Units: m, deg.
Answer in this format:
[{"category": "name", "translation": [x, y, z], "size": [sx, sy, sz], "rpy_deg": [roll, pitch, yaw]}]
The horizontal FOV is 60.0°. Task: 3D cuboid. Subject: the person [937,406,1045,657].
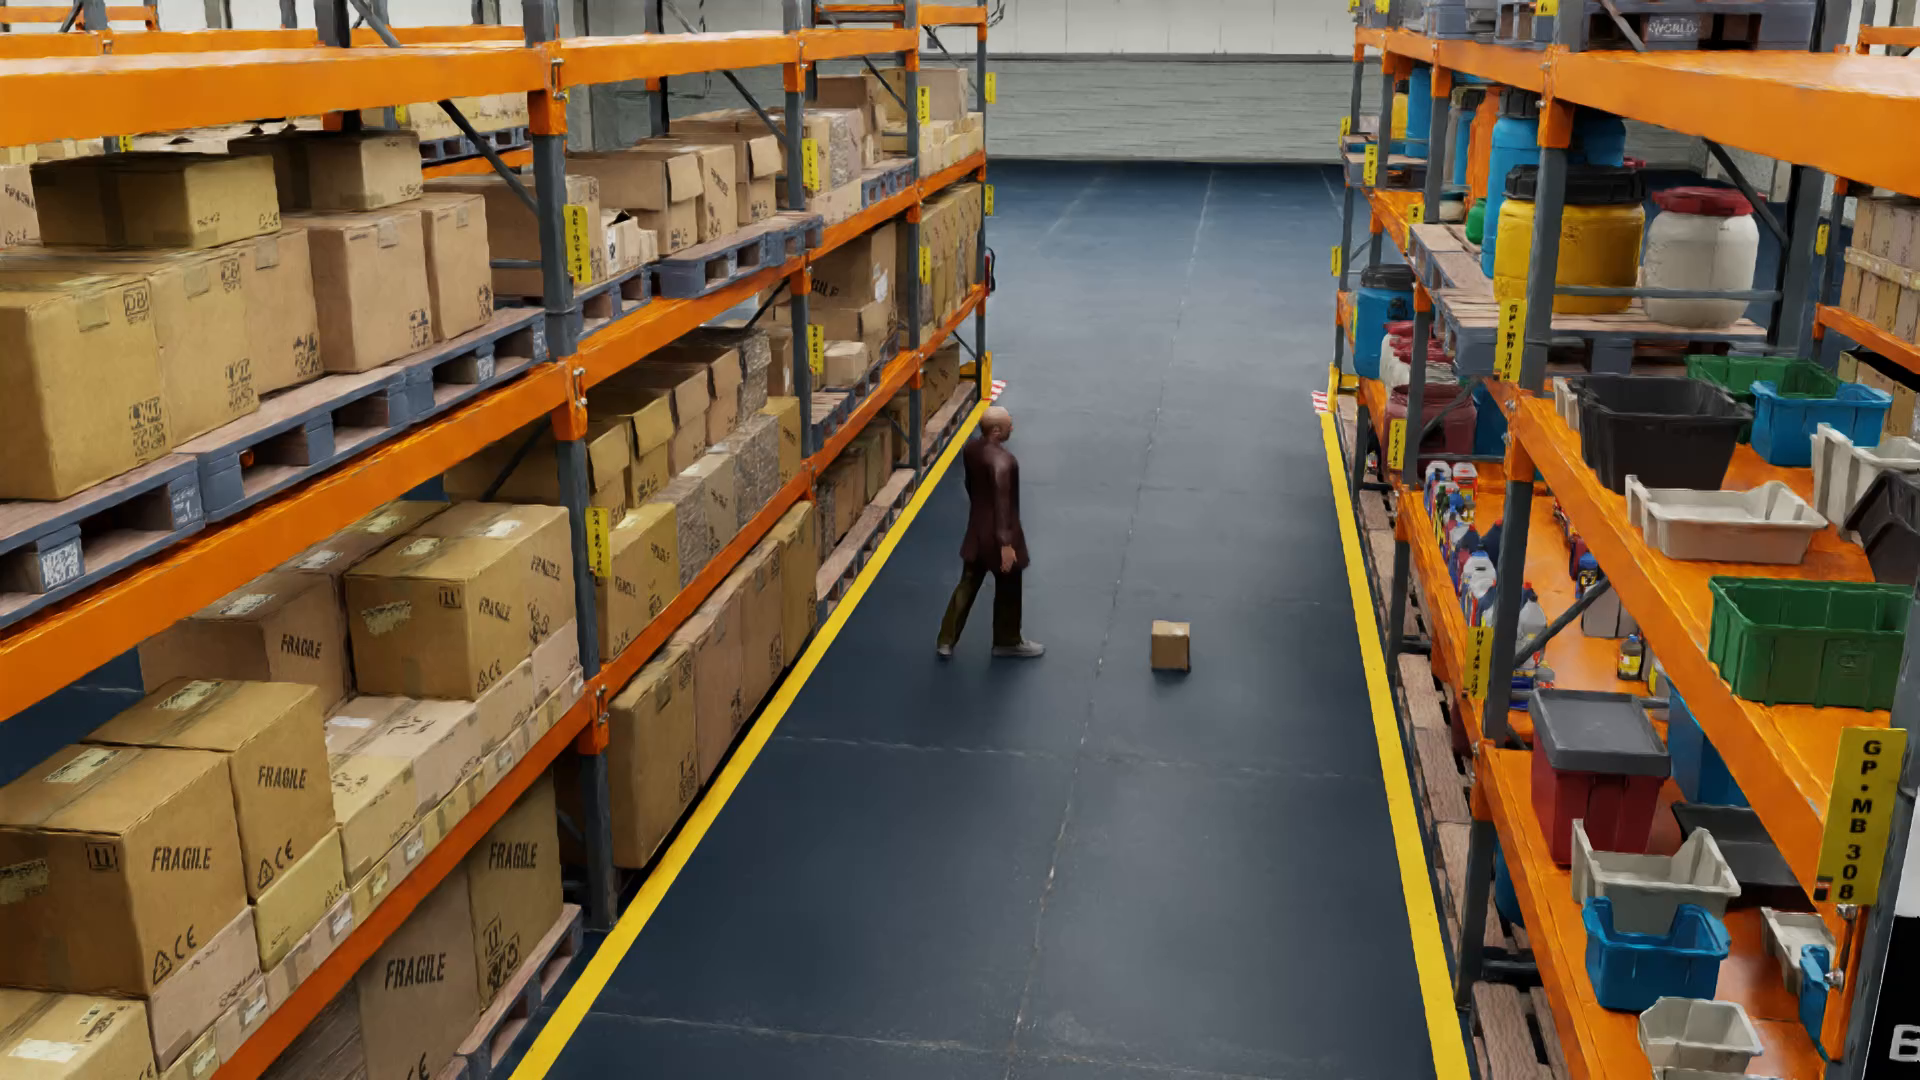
[{"category": "person", "translation": [0.202, -0.040, 11.206], "size": [0.729, 1.771, 0.689], "rpy_deg": [-10, 20, -28]}]
